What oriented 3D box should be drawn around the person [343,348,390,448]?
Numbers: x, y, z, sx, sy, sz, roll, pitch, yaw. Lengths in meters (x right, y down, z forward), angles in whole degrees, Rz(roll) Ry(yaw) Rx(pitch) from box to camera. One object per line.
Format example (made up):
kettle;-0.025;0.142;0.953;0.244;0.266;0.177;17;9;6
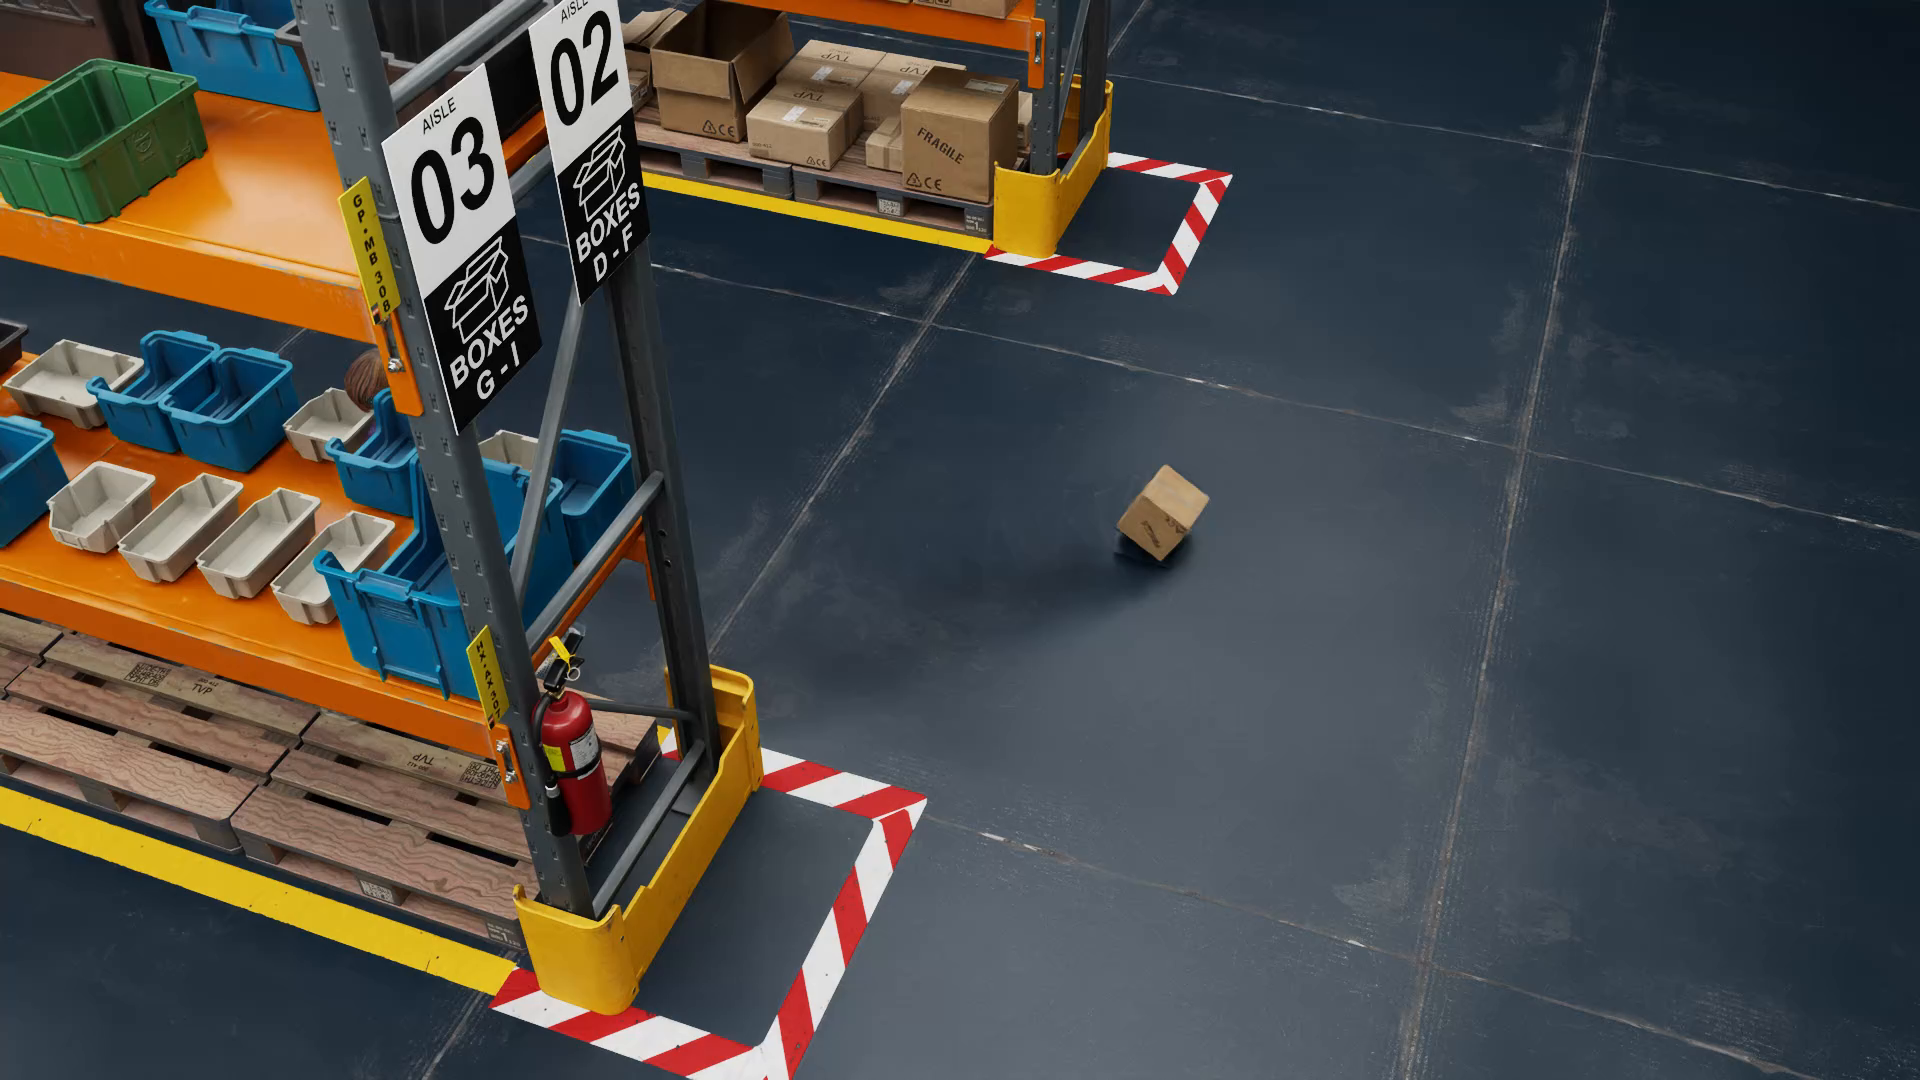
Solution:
person;-1.961;-0.014;6.109;0.492;1.582;0.447;-22;47;-23
